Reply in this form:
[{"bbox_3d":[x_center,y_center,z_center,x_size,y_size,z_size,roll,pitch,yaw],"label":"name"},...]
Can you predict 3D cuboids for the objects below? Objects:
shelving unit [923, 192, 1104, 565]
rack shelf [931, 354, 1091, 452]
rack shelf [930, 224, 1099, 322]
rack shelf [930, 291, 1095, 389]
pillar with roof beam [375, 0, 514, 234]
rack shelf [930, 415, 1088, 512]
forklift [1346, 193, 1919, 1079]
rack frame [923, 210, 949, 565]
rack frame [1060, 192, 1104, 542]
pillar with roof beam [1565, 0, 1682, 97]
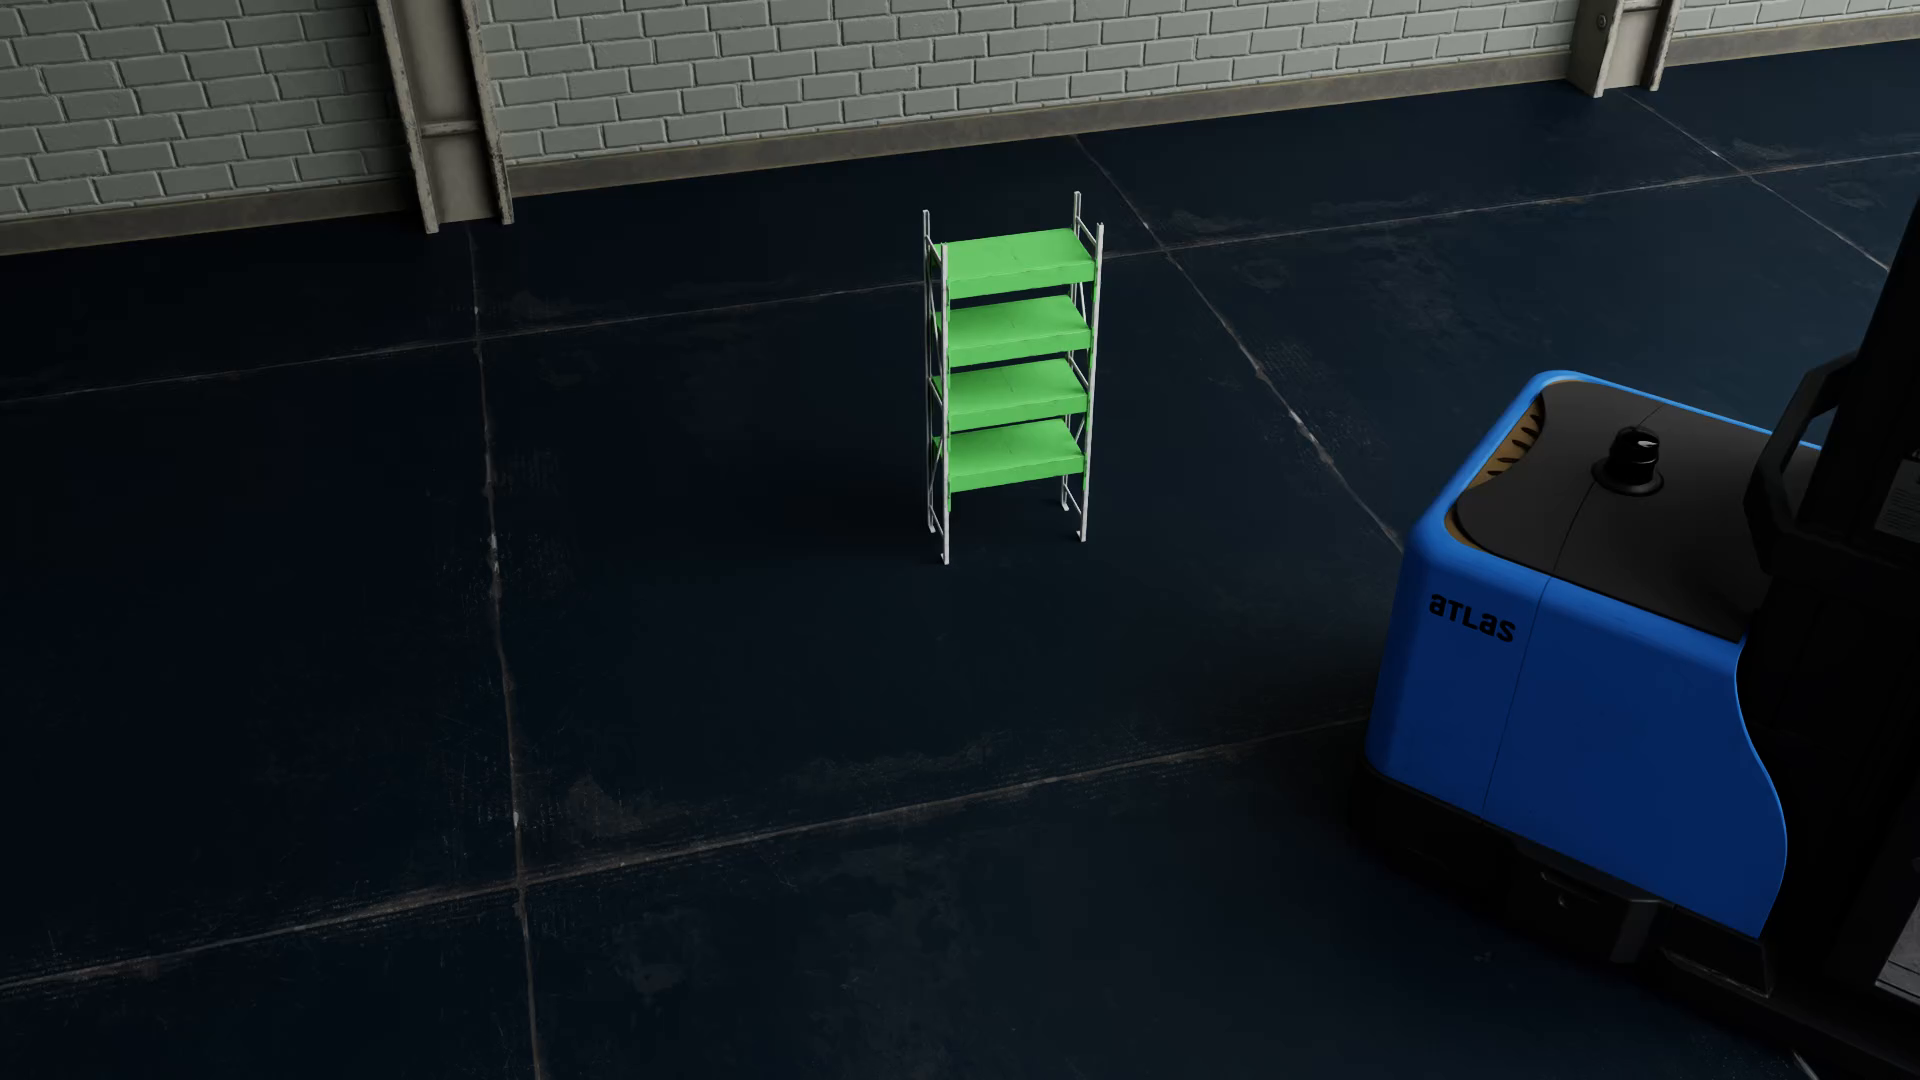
[{"bbox_3d":[0.160,-0.503,5.420,0.503,1.200,0.258,-9,38,-12],"label":"shelving unit"},{"bbox_3d":[0.160,-0.452,5.459,0.480,0.148,0.258,-9,38,-12],"label":"rack shelf"},{"bbox_3d":[0.160,-0.833,5.167,0.480,0.148,0.258,-9,38,-12],"label":"rack shelf"},{"bbox_3d":[0.160,-0.643,5.313,0.480,0.148,0.258,-9,38,-12],"label":"rack shelf"},{"bbox_3d":[-1.161,-2.566,1.698,0.400,9.000,9.100,-9,38,-12],"label":"pillar with roof beam"},{"bbox_3d":[0.160,-0.261,5.604,0.480,0.148,0.258,-9,38,-12],"label":"rack shelf"},{"bbox_3d":[2.576,-0.056,3.411,3.031,2.935,1.130,23,43,27],"label":"forklift"},{"bbox_3d":[-0.076,-0.464,5.369,0.015,1.200,0.240,-9,38,-12],"label":"rack frame"},{"bbox_3d":[0.395,-0.541,5.470,0.015,1.200,0.240,-9,38,-12],"label":"rack frame"},{"bbox_3d":[4.631,-3.517,2.941,0.400,9.000,9.100,-9,38,-12],"label":"pillar with roof beam"}]
